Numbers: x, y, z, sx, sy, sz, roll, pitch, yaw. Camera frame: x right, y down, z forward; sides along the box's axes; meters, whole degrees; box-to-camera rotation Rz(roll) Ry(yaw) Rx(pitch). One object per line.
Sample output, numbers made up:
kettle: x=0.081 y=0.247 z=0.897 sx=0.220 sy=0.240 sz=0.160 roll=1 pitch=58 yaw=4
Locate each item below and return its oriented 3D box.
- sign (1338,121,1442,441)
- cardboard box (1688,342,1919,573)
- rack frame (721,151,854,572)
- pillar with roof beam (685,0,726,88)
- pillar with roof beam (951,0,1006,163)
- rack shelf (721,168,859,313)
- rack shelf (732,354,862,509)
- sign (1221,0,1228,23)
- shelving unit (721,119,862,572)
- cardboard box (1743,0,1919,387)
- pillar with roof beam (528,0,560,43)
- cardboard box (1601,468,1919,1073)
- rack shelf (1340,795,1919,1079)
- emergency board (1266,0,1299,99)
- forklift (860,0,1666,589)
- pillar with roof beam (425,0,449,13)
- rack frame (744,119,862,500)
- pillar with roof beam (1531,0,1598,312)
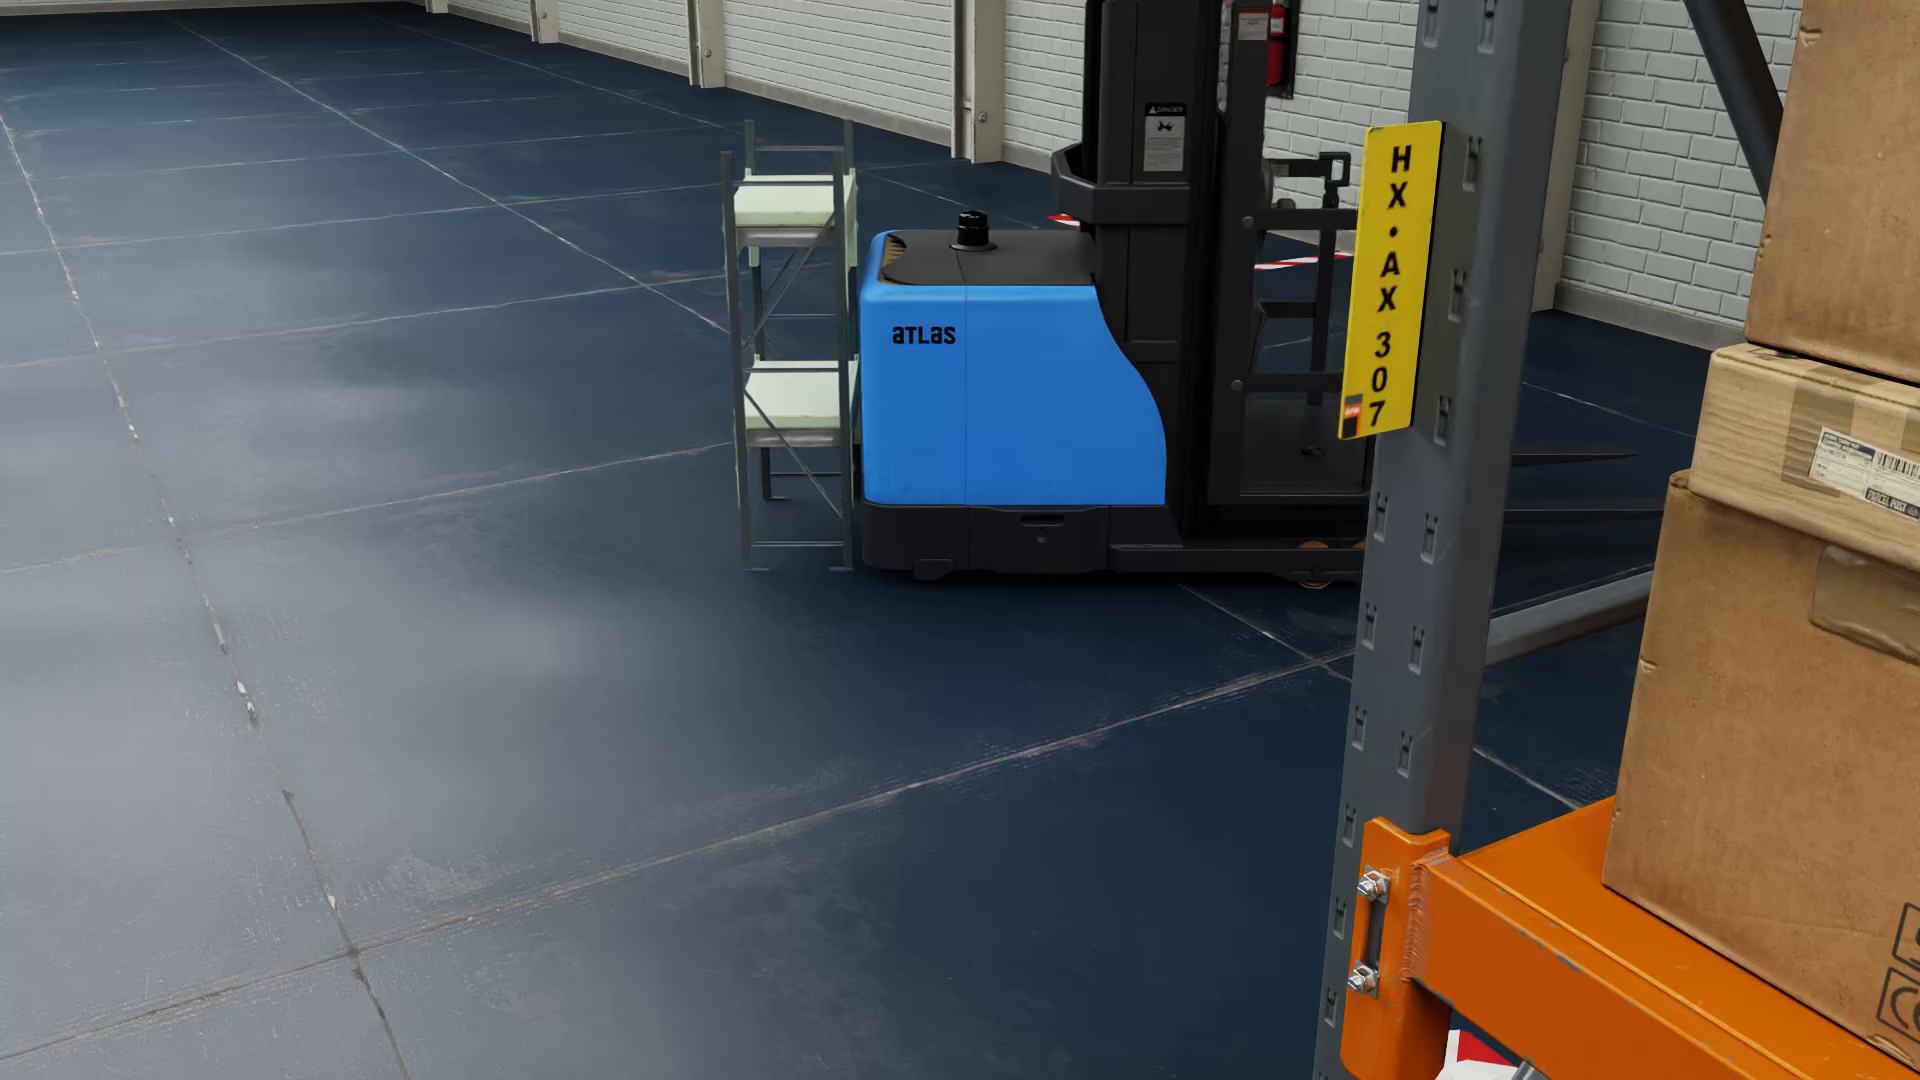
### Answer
sign: x=0.445 y=-0.266 z=1.727 sx=0.100 sy=0.325 sz=0.005 roll=-13 pitch=25 yaw=-28
cardboard box: x=0.941 y=-0.111 z=1.607 sx=0.380 sy=0.149 sz=0.250 roll=-13 pitch=25 yaw=-29
rack frame: x=-0.587 y=-0.584 z=5.756 sx=0.400 sy=1.500 sz=0.023 roll=0 pitch=22 yaw=-1
pillar with roof beam: x=-6.612 y=-8.605 z=15.530 sx=9.100 sy=9.000 sz=0.400 roll=-13 pitch=25 yaw=-28
pillar with roof beam: x=-3.547 y=-6.662 z=10.752 sx=9.100 sy=9.000 sz=0.400 roll=-13 pitch=25 yaw=-28
rack shelf: x=-0.592 y=-1.083 z=5.948 sx=0.431 sy=0.370 sz=0.720 roll=0 pitch=22 yaw=-1
rack shelf: x=-0.592 y=-0.420 z=6.218 sx=0.431 sy=0.370 sz=0.720 roll=0 pitch=22 yaw=-1
sign: x=1.795 y=-3.792 z=11.609 sx=0.001 sy=0.329 sz=0.234 roll=-13 pitch=25 yaw=-28
shelving unit: x=-0.592 y=-0.722 z=6.095 sx=0.431 sy=1.500 sz=0.755 roll=0 pitch=22 yaw=-1
cardboard box: x=1.180 y=-0.409 z=1.480 sx=0.700 sy=0.500 sz=0.500 roll=-13 pitch=25 yaw=-28
pillar with roof beam: x=-9.677 y=-10.547 z=20.309 sx=9.100 sy=9.000 sz=0.400 roll=-13 pitch=25 yaw=-28
cardboard box: x=1.153 y=0.174 z=1.766 sx=0.700 sy=0.500 sz=0.500 roll=-13 pitch=25 yaw=-28
rack shelf: x=1.947 y=1.048 z=0.705 sx=1.077 sy=0.370 sz=4.000 roll=-13 pitch=25 yaw=-28
emergency board: x=1.989 y=-3.576 z=11.126 sx=0.194 sy=1.169 sz=0.643 roll=-13 pitch=25 yaw=-28
forklift: x=1.163 y=-1.385 z=5.825 sx=3.031 sy=2.935 sz=1.130 roll=0 pitch=22 yaw=0
pillar with roof beam: x=-12.742 y=-12.489 z=25.087 sx=9.100 sy=9.000 sz=0.400 roll=-13 pitch=25 yaw=-28
rack frame: x=-0.597 y=-0.859 z=6.434 sx=0.400 sy=1.500 sz=0.023 roll=0 pitch=22 yaw=-1
pillar with roof beam: x=-0.482 y=-4.720 z=5.973 sx=9.100 sy=9.000 sz=0.400 roll=-13 pitch=25 yaw=-28
